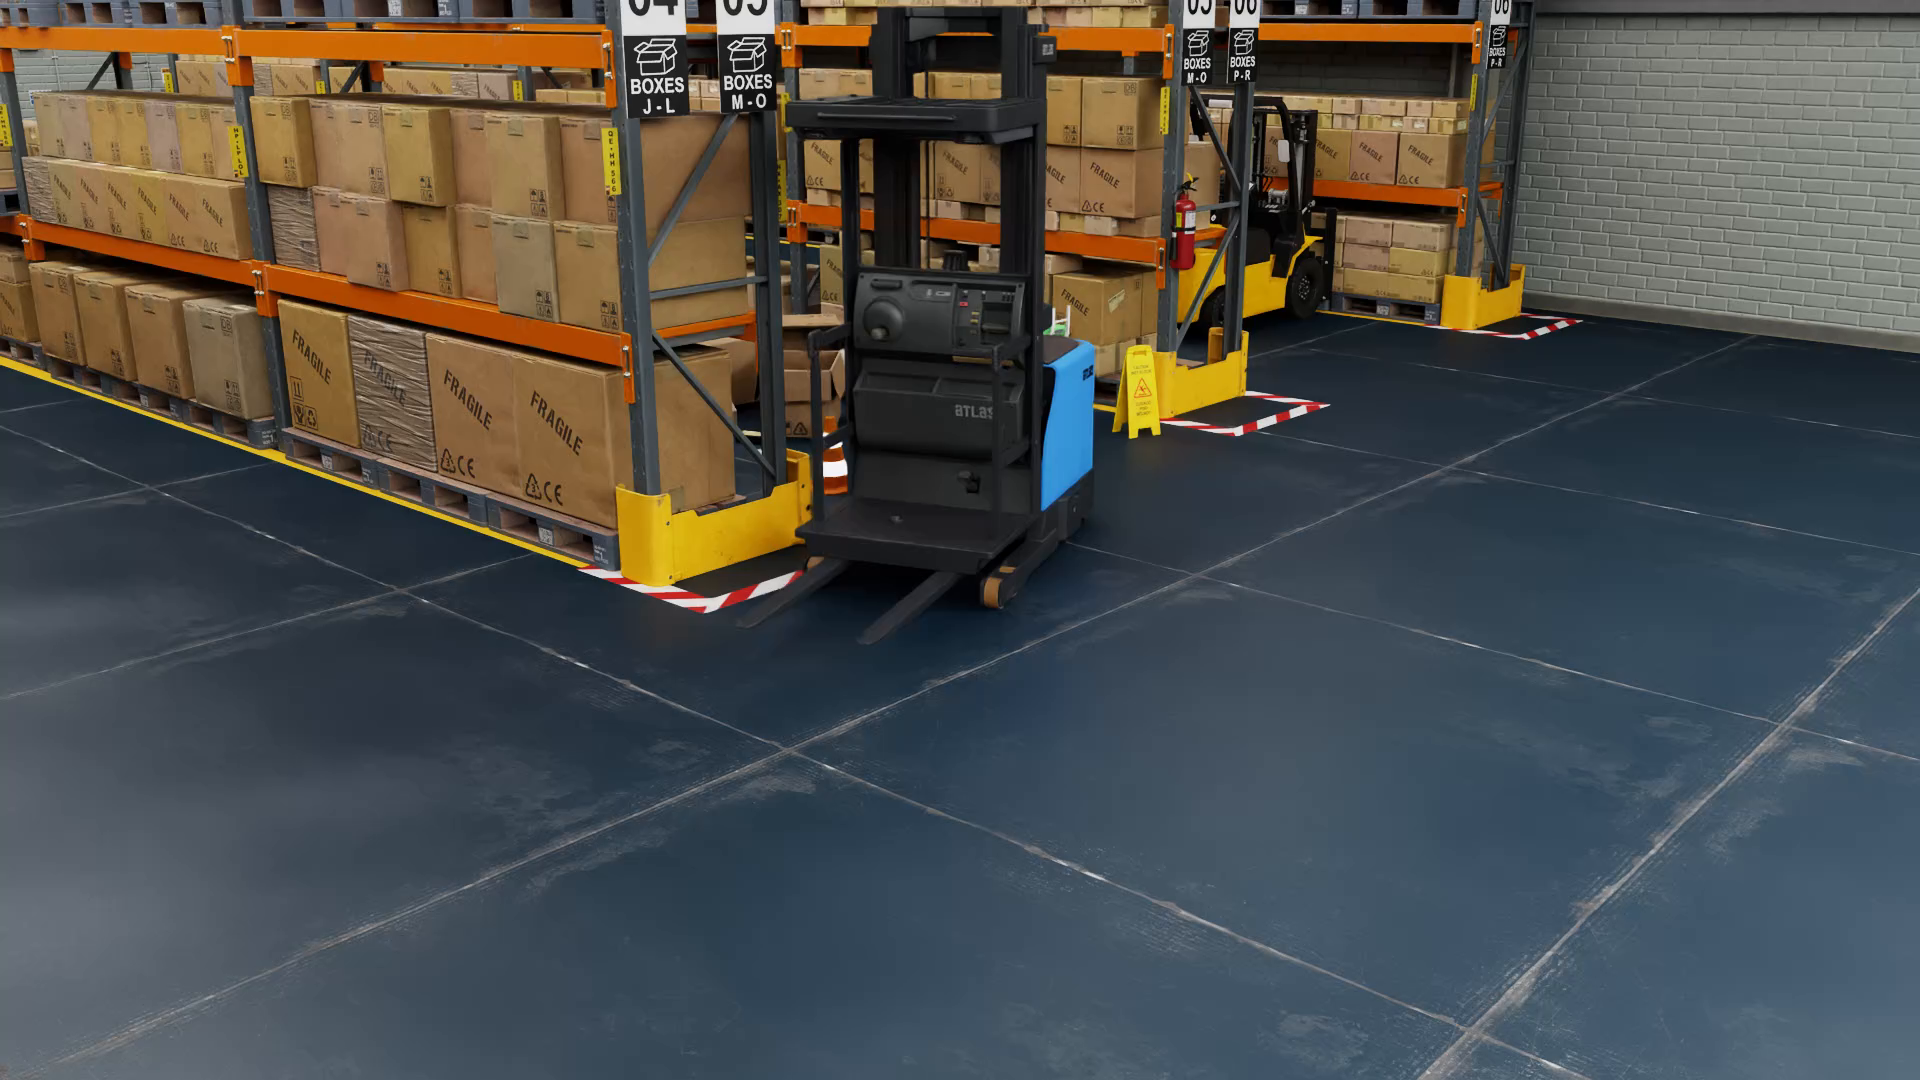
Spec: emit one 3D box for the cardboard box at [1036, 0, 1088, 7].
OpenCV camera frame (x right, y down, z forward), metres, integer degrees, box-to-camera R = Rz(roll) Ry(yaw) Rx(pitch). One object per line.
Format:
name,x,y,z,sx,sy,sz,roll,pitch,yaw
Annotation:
cardboard box,0.917,-4.129,12.461,0.500,0.250,0.500,15,23,39

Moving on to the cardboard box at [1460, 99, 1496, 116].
cardboard box,5.028,-4.221,16.225,0.250,0.149,0.380,14,23,38

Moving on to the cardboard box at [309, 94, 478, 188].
cardboard box,-3.615,-2.566,10.706,0.550,0.550,0.875,15,23,39

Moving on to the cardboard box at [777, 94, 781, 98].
cardboard box,-1.682,-3.935,15.702,0.500,0.500,0.500,15,23,39

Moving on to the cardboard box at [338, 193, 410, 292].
cardboard box,-3.321,-1.906,10.410,0.550,0.550,0.875,15,23,39

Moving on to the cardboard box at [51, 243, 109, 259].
cardboard box,-7.703,-2.509,14.756,0.500,0.250,0.500,14,22,37

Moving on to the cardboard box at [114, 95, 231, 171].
cardboard box,-5.872,-3.075,12.523,0.500,0.500,0.700,15,23,39

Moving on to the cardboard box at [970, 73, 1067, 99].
cardboard box,0.495,-3.385,13.008,0.500,0.500,0.700,15,23,39

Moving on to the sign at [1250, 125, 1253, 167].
sign,2.205,-3.018,12.733,0.005,0.325,0.100,15,23,39

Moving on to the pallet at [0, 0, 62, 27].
pallet,-6.832,-4.172,13.151,1.003,0.211,1.213,16,24,42

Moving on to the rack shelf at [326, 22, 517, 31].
rack shelf,-5.634,-5.578,18.459,4.000,0.370,1.077,15,23,39

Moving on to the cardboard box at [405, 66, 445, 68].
cardboard box,-6.237,-5.282,19.477,0.500,0.500,0.500,16,23,40

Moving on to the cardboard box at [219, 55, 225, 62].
cardboard box,-9.238,-6.191,21.270,0.250,0.149,0.380,15,23,40

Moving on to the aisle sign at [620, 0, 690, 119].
aisle sign,-1.511,-2.500,8.232,0.004,0.787,0.394,15,23,39

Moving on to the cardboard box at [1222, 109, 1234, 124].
cardboard box,2.948,-4.426,17.363,0.250,0.149,0.380,15,23,39

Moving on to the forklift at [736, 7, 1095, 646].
forklift,-0.186,-1.183,8.494,1.130,2.935,3.031,6,19,20

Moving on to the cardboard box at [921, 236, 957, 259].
cardboard box,-0.242,-2.468,13.969,0.250,0.149,0.380,17,24,42

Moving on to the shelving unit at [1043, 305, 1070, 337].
shelving unit,0.376,-0.863,10.318,0.503,1.200,0.258,9,16,27

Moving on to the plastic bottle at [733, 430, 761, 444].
plastic bottle,-1.501,-0.732,11.816,0.283,0.061,0.133,7,19,21

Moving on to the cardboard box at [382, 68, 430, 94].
cardboard box,-6.219,-5.066,18.798,0.500,0.500,0.500,14,23,38

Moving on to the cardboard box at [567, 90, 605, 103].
cardboard box,-3.561,-4.233,16.640,0.500,0.500,0.500,17,24,42

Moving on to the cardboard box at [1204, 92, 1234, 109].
cardboard box,2.764,-4.621,17.485,0.250,0.149,0.380,16,23,40

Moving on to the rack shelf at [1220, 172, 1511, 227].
rack shelf,3.641,-3.666,17.392,4.000,0.370,1.077,15,23,39

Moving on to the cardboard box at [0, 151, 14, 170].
cardboard box,-8.020,-3.168,13.863,0.250,0.149,0.380,16,23,40

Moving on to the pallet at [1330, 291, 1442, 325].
pallet,4.537,-2.422,16.894,1.213,0.211,1.003,15,23,39

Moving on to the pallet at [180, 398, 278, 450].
pallet,-4.984,-0.955,12.271,1.213,0.211,1.003,15,23,39

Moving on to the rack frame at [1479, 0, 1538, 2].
rack frame,5.137,-6.466,15.111,0.127,3.000,1.000,15,23,39

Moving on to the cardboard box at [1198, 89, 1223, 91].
cardboard box,2.745,-4.853,18.216,0.250,0.149,0.380,14,23,38

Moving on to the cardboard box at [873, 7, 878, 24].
cardboard box,-0.498,-4.329,13.750,0.250,0.149,0.380,16,24,41

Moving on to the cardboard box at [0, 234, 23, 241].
cardboard box,-8.789,-2.598,15.037,0.500,0.250,0.500,16,23,41

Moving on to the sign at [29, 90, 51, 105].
sign,-14.433,-6.953,26.114,0.001,0.218,0.327,15,23,39

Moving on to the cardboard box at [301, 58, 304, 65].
cardboard box,-7.697,-5.793,20.017,0.250,0.149,0.380,16,23,41

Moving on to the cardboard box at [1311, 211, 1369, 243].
cardboard box,3.816,-3.195,16.919,0.500,0.250,0.500,15,23,40

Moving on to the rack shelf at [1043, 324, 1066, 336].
rack shelf,0.391,-1.267,10.218,0.480,0.148,0.258,9,16,27

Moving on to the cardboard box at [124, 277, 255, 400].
cardboard box,-5.600,-1.573,12.633,0.750,0.750,1.050,15,23,39

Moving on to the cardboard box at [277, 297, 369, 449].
cardboard box,-3.933,-1.191,11.225,0.875,0.875,0.875,15,23,40

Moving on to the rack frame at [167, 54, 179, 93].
rack frame,-10.122,-5.696,22.600,0.127,3.000,1.000,15,23,39

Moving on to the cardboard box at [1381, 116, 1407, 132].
cardboard box,4.328,-4.080,16.273,0.250,0.149,0.380,16,23,40

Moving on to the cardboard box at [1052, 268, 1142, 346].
cardboard box,1.073,-1.832,13.037,0.500,0.500,0.500,15,23,40

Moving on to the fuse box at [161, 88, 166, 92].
fuse box,-12.851,-6.654,27.751,0.414,1.711,0.539,15,23,39

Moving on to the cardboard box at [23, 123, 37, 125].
cardboard box,-8.350,-3.661,14.925,0.250,0.149,0.380,16,24,42

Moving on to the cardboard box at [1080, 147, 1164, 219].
cardboard box,1.256,-2.719,12.564,0.500,0.500,0.500,15,23,38

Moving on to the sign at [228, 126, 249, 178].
sign,-4.709,-2.535,10.859,0.005,0.325,0.100,15,23,39

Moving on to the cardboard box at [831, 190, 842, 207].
cardboard box,-0.900,-2.992,14.495,0.250,0.149,0.380,16,24,41

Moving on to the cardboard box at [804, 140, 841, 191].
cardboard box,-1.002,-3.324,14.471,0.500,0.500,0.500,15,23,39

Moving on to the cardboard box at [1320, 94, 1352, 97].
cardboard box,3.890,-4.538,17.223,0.250,0.149,0.380,15,23,40

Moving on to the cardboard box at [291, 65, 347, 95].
cardboard box,-7.666,-5.449,20.004,0.500,0.500,0.500,15,23,39

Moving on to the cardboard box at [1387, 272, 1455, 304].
cardboard box,4.576,-2.519,16.442,0.500,0.250,0.500,15,23,40

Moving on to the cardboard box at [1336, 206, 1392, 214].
cardboard box,4.160,-3.315,17.296,0.500,0.250,0.500,15,23,39

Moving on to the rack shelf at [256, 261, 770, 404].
rack shelf,-2.861,-1.402,10.258,4.000,0.370,1.077,15,23,39

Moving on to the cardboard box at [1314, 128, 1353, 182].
cardboard box,3.829,-3.903,16.786,0.500,0.500,0.500,14,23,38

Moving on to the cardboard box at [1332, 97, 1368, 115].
cardboard box,3.905,-4.313,16.513,0.250,0.149,0.380,16,23,41

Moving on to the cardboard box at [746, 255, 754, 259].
cardboard box,-2.602,-2.621,16.563,0.625,0.372,0.950,16,24,41

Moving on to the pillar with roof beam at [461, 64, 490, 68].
pillar with roof beam,-11.106,-9.450,24.513,0.400,9.000,9.100,15,23,39

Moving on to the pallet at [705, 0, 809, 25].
pallet,-1.538,-4.774,15.049,1.003,0.211,1.213,15,23,39

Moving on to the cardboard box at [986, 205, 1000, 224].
cardboard box,0.420,-2.631,13.358,0.250,0.149,0.380,15,23,39

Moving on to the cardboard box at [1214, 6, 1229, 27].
cardboard box,1.813,-3.933,12.503,0.250,0.149,0.380,15,23,39

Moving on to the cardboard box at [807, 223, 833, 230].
cardboard box,-1.673,-4.361,21.832,0.500,0.500,0.500,15,23,38

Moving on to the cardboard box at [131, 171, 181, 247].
cardboard box,-5.680,-2.441,12.179,0.500,0.500,0.500,15,23,40

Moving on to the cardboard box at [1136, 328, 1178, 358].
cardboard box,1.425,-1.597,13.537,0.500,0.250,0.500,15,23,39
